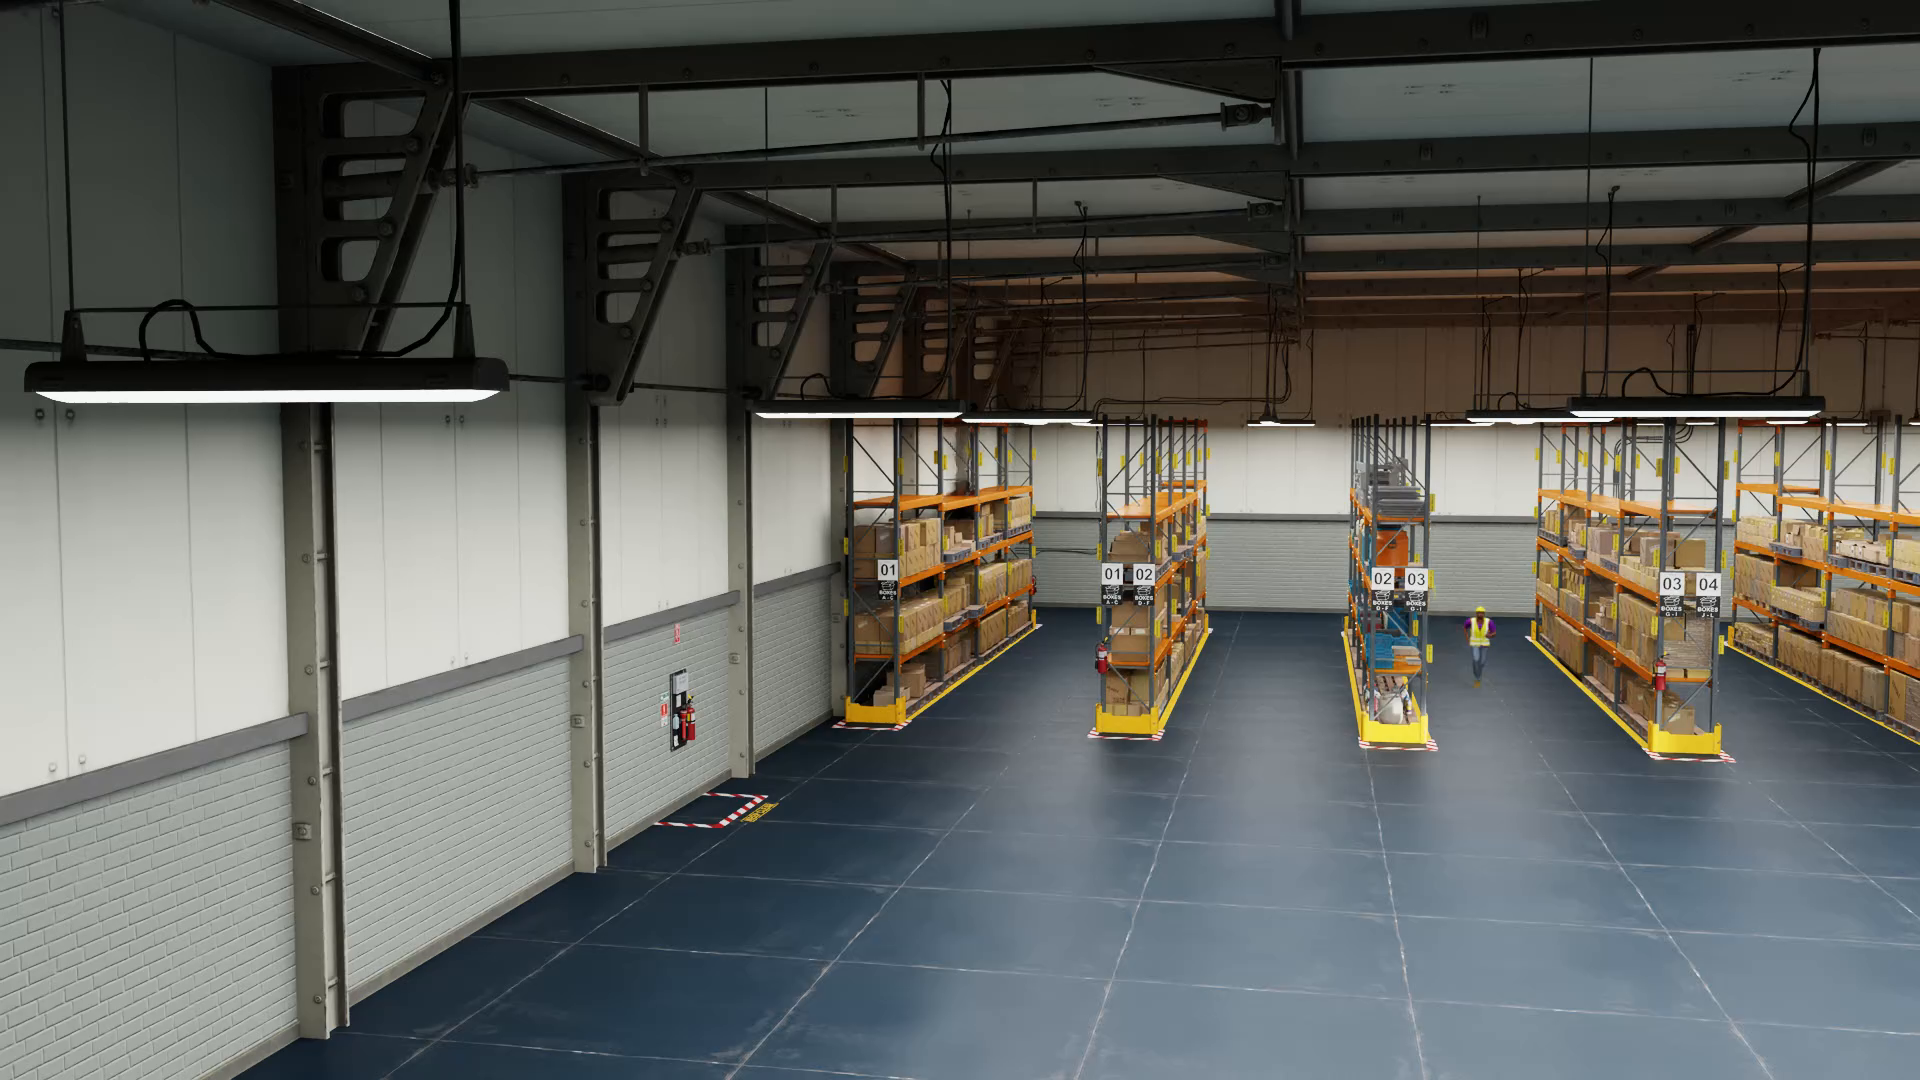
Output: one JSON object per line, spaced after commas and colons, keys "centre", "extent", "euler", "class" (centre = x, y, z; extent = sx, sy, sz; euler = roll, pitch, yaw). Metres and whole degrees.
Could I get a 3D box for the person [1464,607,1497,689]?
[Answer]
{"centre": [11.618, 2.380, 37.115], "extent": [0.661, 1.807, 1.063], "euler": [0, 4, 5], "class": "person"}
